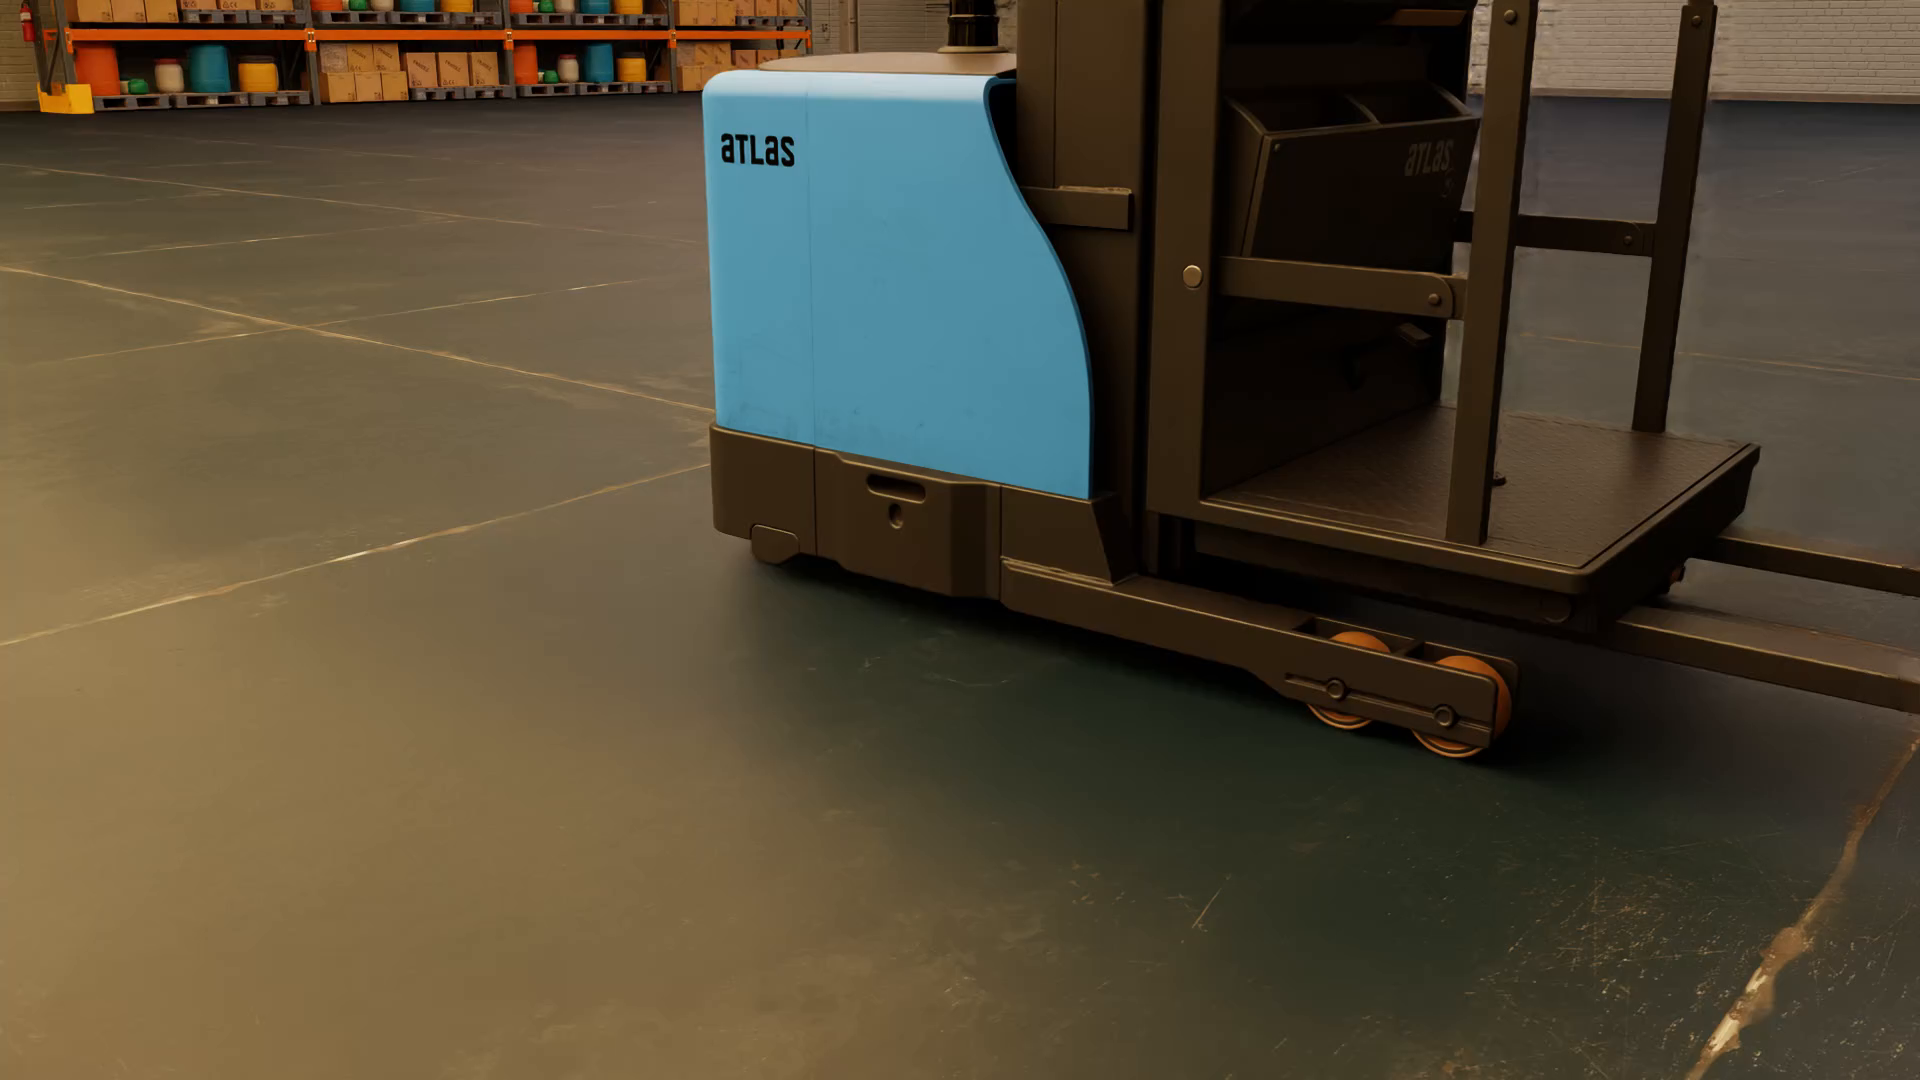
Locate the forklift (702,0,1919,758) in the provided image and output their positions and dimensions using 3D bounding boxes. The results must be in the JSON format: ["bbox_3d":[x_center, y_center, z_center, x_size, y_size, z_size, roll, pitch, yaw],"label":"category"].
[{"bbox_3d":[0.912,-1.216,2.901,3.031,2.935,1.130,13,21,36],"label":"forklift"}]
